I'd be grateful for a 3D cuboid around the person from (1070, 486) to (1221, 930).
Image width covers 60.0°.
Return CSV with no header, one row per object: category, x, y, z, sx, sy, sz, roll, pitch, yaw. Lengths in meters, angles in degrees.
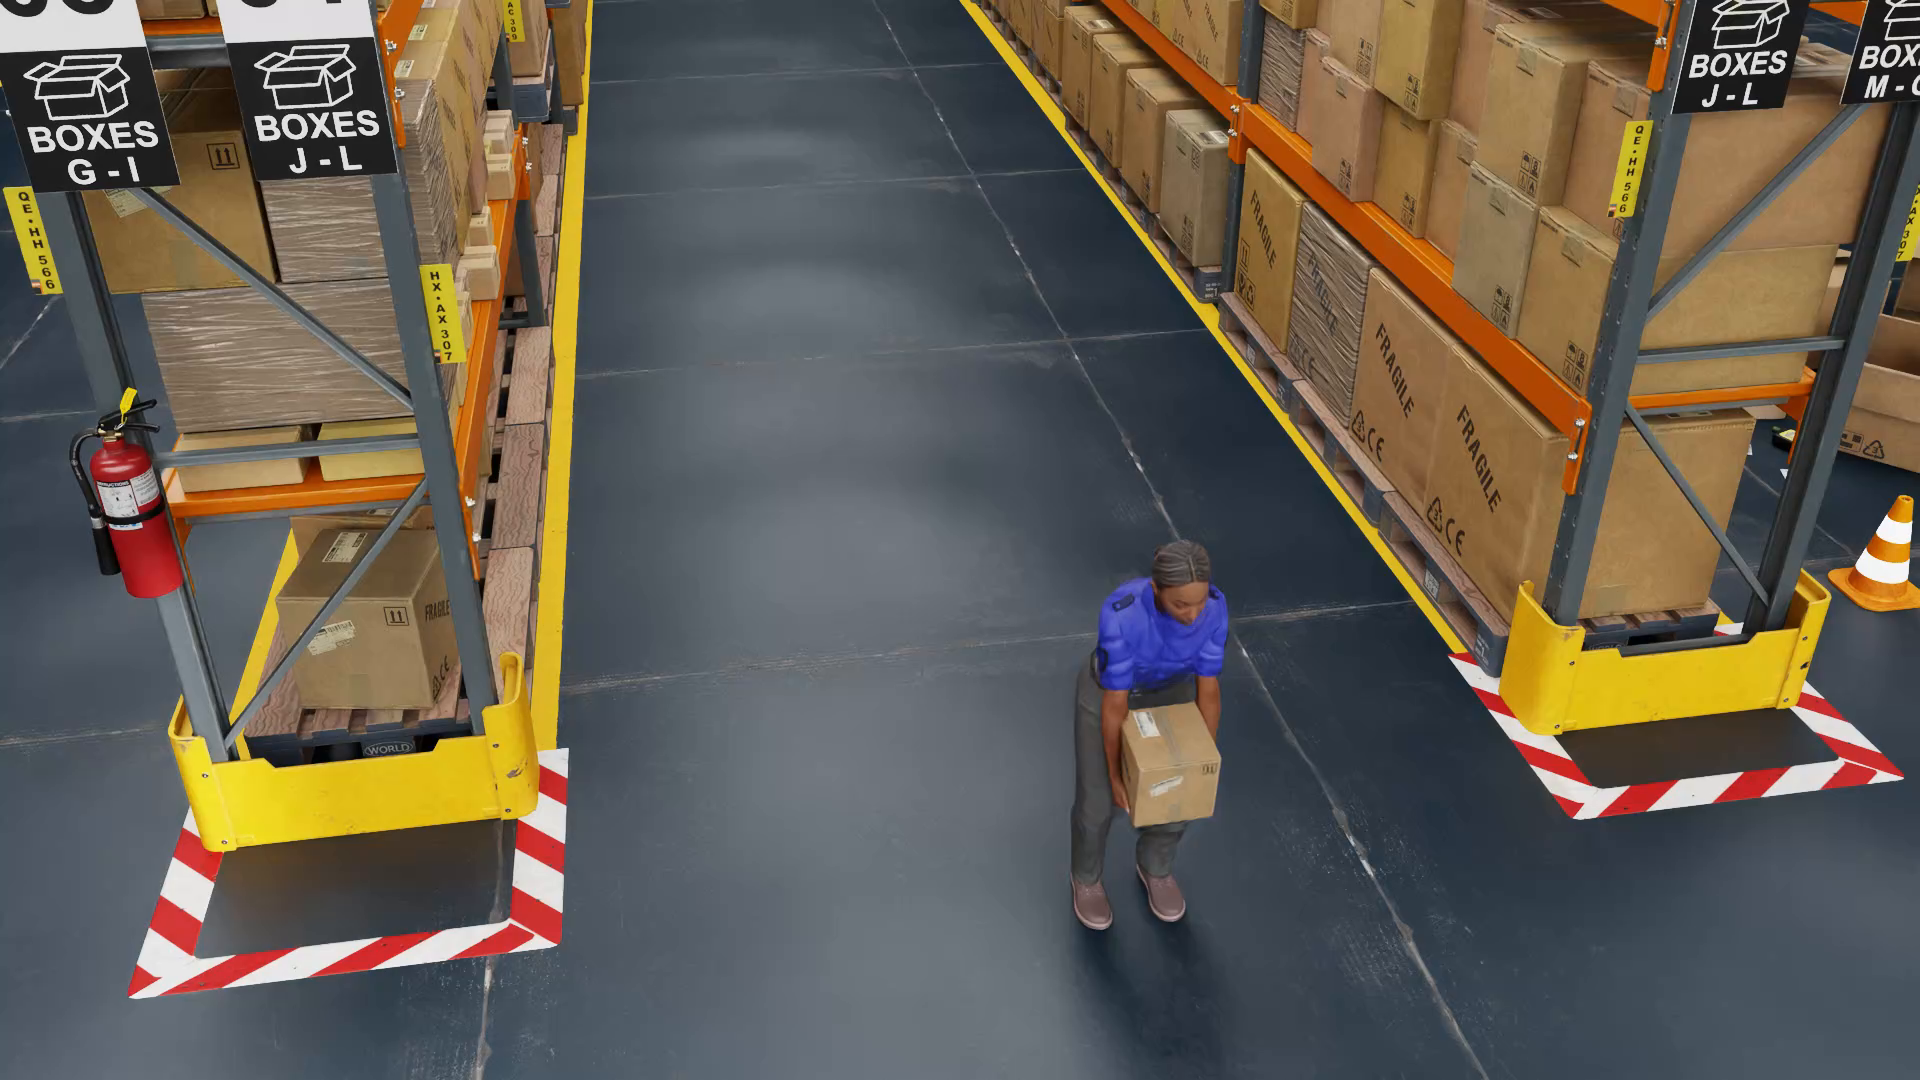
person,0.591,0.558,5.224,0.412,1.647,0.528,-6,31,-10
